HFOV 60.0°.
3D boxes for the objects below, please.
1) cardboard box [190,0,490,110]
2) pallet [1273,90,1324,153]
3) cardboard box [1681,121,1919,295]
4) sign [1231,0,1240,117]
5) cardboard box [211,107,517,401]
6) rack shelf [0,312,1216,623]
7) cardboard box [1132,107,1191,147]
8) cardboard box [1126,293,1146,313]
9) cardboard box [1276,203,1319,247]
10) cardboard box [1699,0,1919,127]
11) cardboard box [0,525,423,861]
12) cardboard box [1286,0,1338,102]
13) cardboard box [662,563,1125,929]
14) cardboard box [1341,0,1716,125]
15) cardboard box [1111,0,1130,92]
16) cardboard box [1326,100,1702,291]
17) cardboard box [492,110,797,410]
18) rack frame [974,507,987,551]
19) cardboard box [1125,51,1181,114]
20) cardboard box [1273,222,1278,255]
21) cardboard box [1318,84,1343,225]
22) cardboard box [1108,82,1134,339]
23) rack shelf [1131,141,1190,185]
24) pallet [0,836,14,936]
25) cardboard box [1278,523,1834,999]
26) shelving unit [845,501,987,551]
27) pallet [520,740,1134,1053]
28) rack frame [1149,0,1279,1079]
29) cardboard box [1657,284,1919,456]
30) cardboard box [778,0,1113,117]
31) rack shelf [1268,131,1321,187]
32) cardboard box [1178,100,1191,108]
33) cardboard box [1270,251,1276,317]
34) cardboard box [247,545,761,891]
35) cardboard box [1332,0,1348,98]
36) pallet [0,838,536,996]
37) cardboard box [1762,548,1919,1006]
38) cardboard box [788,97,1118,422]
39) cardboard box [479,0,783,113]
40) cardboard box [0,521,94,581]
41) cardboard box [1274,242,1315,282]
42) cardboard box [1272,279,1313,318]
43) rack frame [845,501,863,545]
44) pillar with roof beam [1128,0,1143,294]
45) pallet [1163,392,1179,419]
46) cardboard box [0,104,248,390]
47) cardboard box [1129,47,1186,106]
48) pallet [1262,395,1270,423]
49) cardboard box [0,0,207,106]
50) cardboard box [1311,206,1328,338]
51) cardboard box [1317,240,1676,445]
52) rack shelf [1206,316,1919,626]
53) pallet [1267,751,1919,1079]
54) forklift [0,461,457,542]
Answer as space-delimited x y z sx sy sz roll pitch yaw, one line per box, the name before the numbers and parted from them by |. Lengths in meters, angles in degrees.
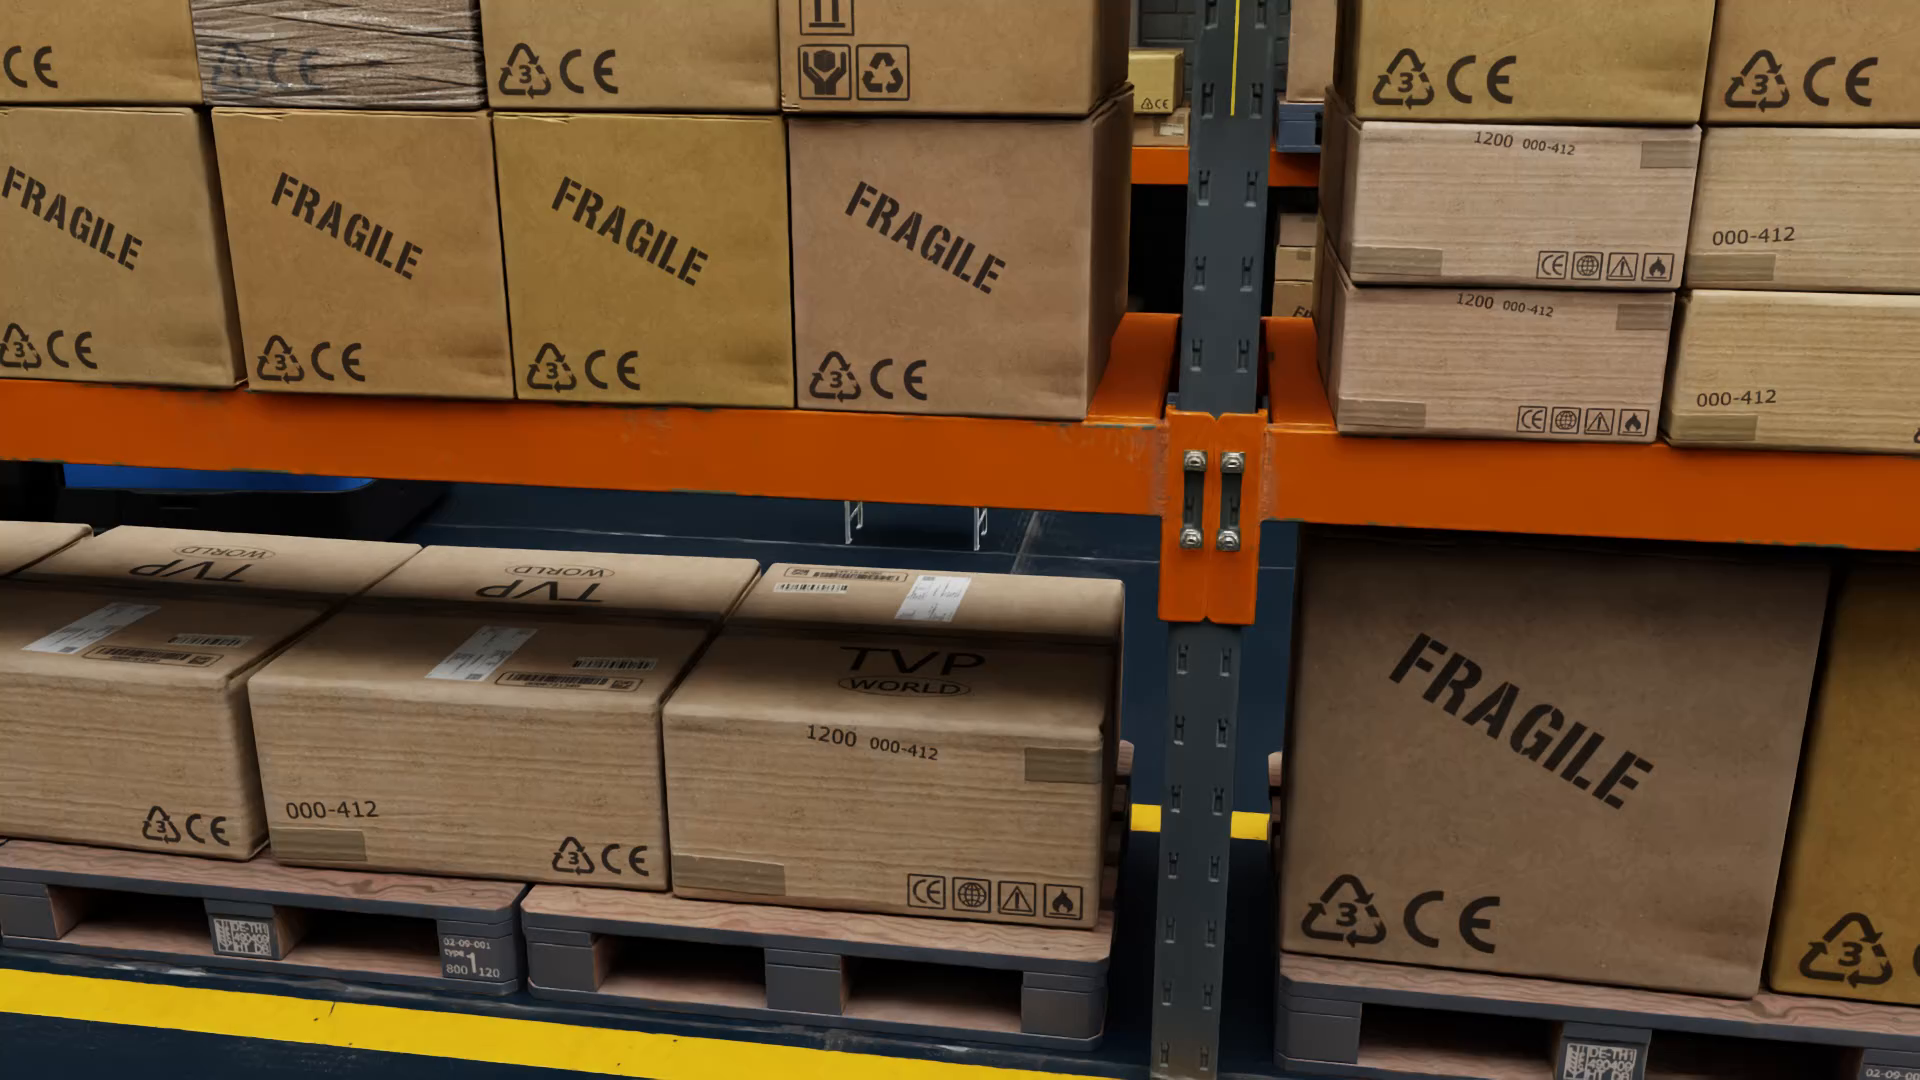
cardboard box | -1.009 -1.043 2.961 0.500 0.500 0.500 3 19 9
pallet | 2.060 -1.924 7.628 1.213 0.211 1.003 3 19 9
cardboard box | 1.414 -0.572 2.733 0.500 0.250 0.500 3 19 10
sign | 0.418 -0.808 2.502 0.005 0.325 0.100 3 19 9
cardboard box | -1.001 -0.569 3.120 0.500 0.500 0.500 3 19 8
rack shelf | -1.470 -0.293 3.586 4.000 0.370 1.077 3 19 9
cardboard box | 0.933 -1.907 7.671 0.250 0.149 0.380 3 19 9
cardboard box | 0.673 -1.120 8.500 0.500 0.311 0.500 4 19 11
cardboard box | 1.610 -1.469 7.753 0.250 0.149 0.380 3 19 8
cardboard box | 1.400 -0.926 2.611 0.500 0.500 0.500 3 19 8
cardboard box | -1.872 0.326 3.977 0.875 0.438 0.875 3 19 10
cardboard box | 1.730 -2.241 7.455 0.500 0.500 0.700 3 19 10
cardboard box | -0.098 0.417 3.706 0.875 0.438 0.875 3 19 8
cardboard box | 0.894 -0.943 2.661 0.500 0.500 0.500 3 19 9
cardboard box | 0.073 -1.155 3.295 0.500 0.500 0.500 3 19 9
cardboard box | 0.894 -0.589 2.786 0.500 0.250 0.500 2 19 7
cardboard box | -0.503 -0.549 3.058 0.500 0.500 0.500 2 19 7
rack frame | 0.077 -0.565 6.101 0.015 1.200 0.240 3 19 9
cardboard box | 0.747 -2.108 7.644 0.500 0.250 0.500 3 19 10
cardboard box | 1.697 -1.482 8.261 0.250 0.149 0.380 2 19 6
cardboard box | 0.979 -0.754 3.277 0.500 0.250 0.500 3 19 9
cardboard box | 0.083 -0.687 3.471 0.500 0.500 0.500 4 19 10
rack shelf | -0.686 -1.849 8.234 4.000 0.370 1.077 3 19 9
pallet | -2.643 0.603 4.168 1.213 0.211 1.003 3 19 9
cardboard box | 1.130 0.281 3.423 0.875 0.875 0.875 4 19 10
shelving unit | -0.163 -0.577 6.138 0.503 1.200 0.258 3 19 9
pallet | -0.234 0.726 3.801 1.213 0.211 1.003 3 19 9
rack frame | 0.505 -0.534 3.171 0.127 3.000 1.000 3 19 9
cardboard box | 1.408 -0.332 2.805 0.500 0.250 0.500 2 19 7
cardboard box | -0.005 -0.993 2.809 0.500 0.500 0.500 3 19 8
rack shelf | 3.263 -1.647 7.633 4.000 0.370 1.077 3 19 9
cardboard box | 1.000 -2.073 8.166 0.250 0.149 0.380 3 19 9
cardboard box | 1.820 -1.171 8.353 0.500 0.500 0.500 3 19 8
cardboard box | -0.982 0.372 3.840 0.875 0.438 0.875 2 19 7
cardboard box | 0.986 -1.112 3.165 0.500 0.500 0.500 4 19 10
pallet | -1.442 0.665 3.983 1.213 0.211 1.003 3 19 9
cardboard box | 2.023 0.324 3.295 0.875 0.875 0.875 3 19 10
cardboard box | 0.006 -0.525 2.986 0.500 0.500 0.500 3 19 9
cardboard box | -0.505 -1.021 2.893 0.500 0.500 0.500 3 19 8
cardboard box | -2.777 0.283 4.107 0.875 0.438 0.875 2 19 7
cardboard box | 1.600 -1.309 7.743 0.250 0.149 0.380 4 19 11
cardboard box | 1.730 -1.008 7.866 0.500 0.500 0.500 4 19 11
rack frame | -0.404 -0.590 6.174 0.015 1.200 0.240 3 19 9
pillar with roof beam | 0.061 -3.903 3.785 0.400 9.000 9.100 3 19 9
pallet | 0.610 -0.801 8.366 1.213 0.211 1.003 3 19 9
cardboard box | -1.516 -0.601 3.213 0.500 0.500 0.500 4 19 10
cardboard box | 0.842 -2.269 8.123 0.500 0.250 0.500 3 19 8
pallet | 2.097 -0.738 8.175 1.213 0.211 1.003 3 19 9
cardboard box | -1.503 -1.071 3.044 0.500 0.500 0.500 3 19 9
cardboard box | 0.988 -0.519 3.364 0.500 0.250 0.500 2 19 7
cardboard box | 0.897 -0.358 2.882 0.500 0.250 0.500 2 19 7
rack shelf | 2.479 -0.092 2.985 4.000 0.370 1.077 3 19 9
pallet | 1.278 0.804 3.568 1.213 0.211 1.003 3 19 9
forklift | -3.586 -1.452 6.023 3.031 2.935 1.130 1 19 3
